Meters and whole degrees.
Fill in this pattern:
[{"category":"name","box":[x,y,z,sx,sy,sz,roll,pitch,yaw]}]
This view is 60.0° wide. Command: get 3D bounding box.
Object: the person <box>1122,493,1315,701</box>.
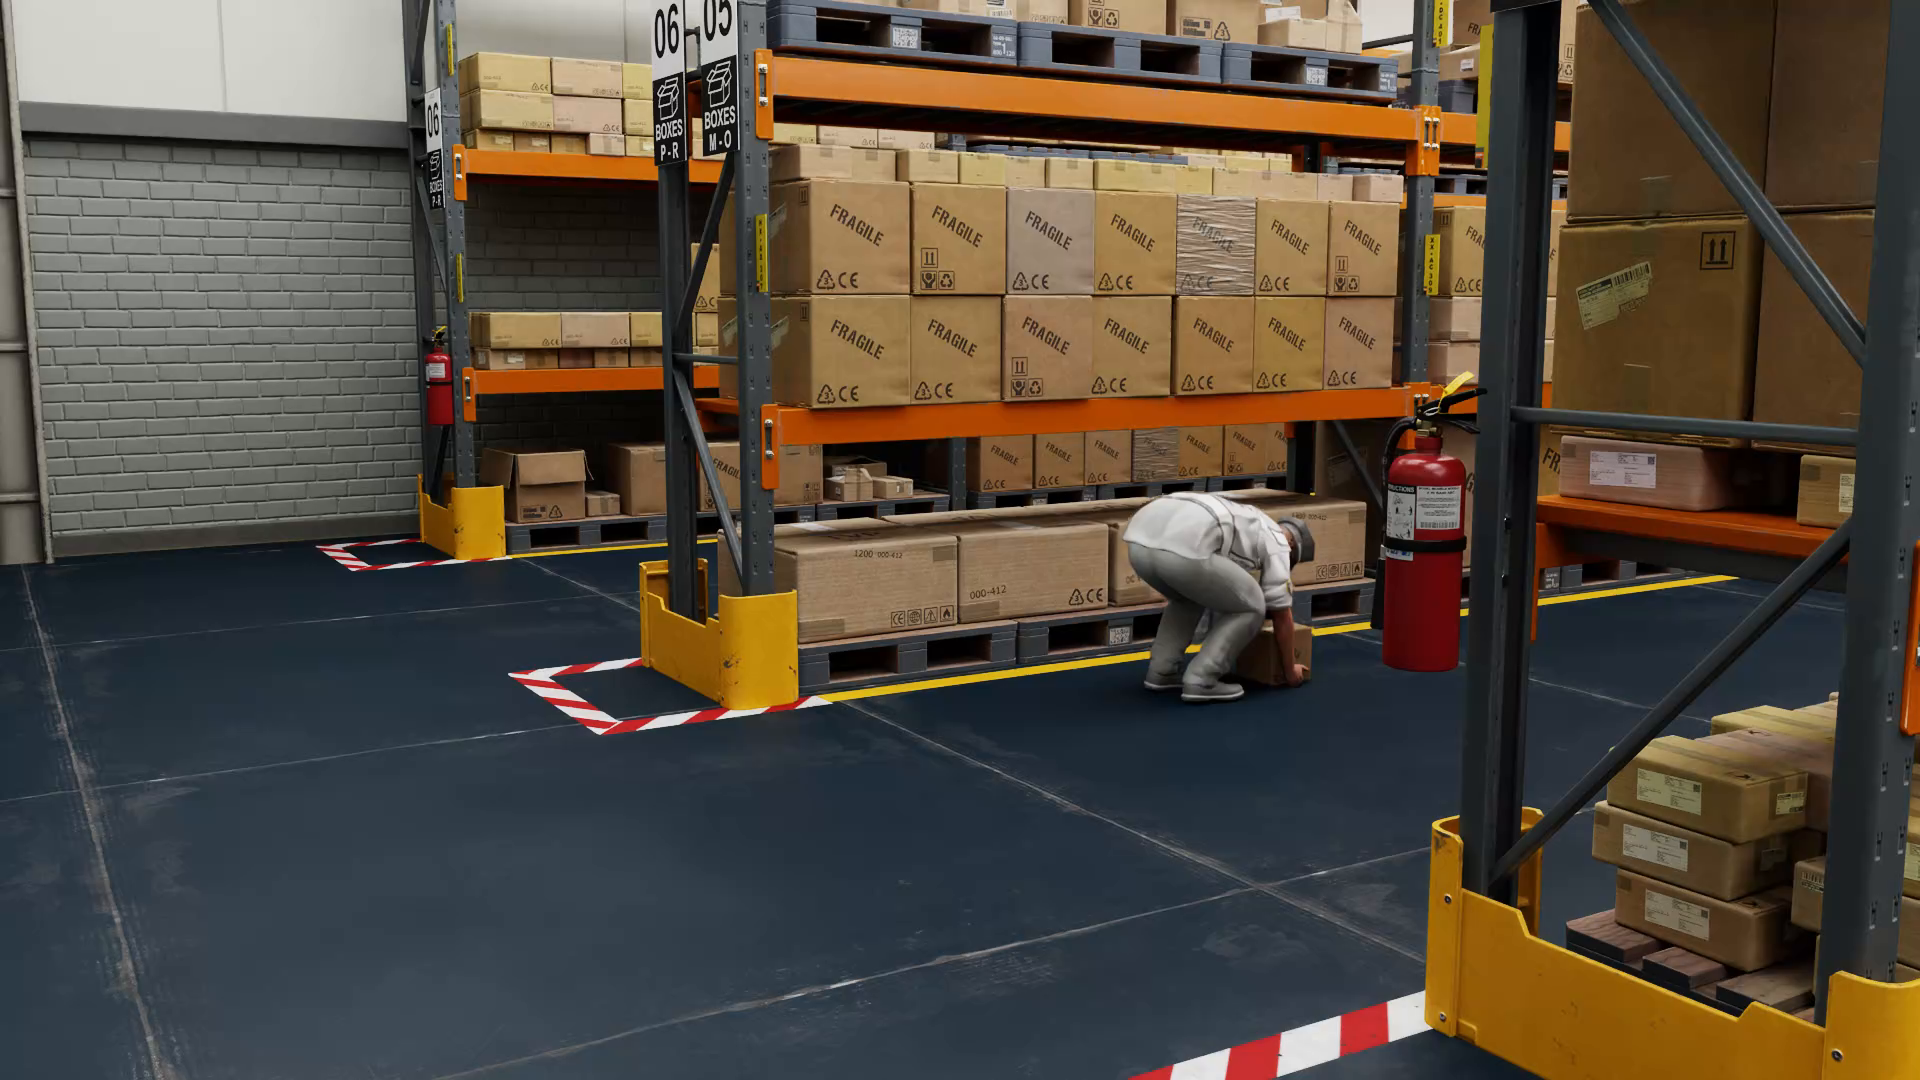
[{"category":"person","box":[1.209,0.233,7.611,1.024,0.929,0.541,-5,10,-33]}]
